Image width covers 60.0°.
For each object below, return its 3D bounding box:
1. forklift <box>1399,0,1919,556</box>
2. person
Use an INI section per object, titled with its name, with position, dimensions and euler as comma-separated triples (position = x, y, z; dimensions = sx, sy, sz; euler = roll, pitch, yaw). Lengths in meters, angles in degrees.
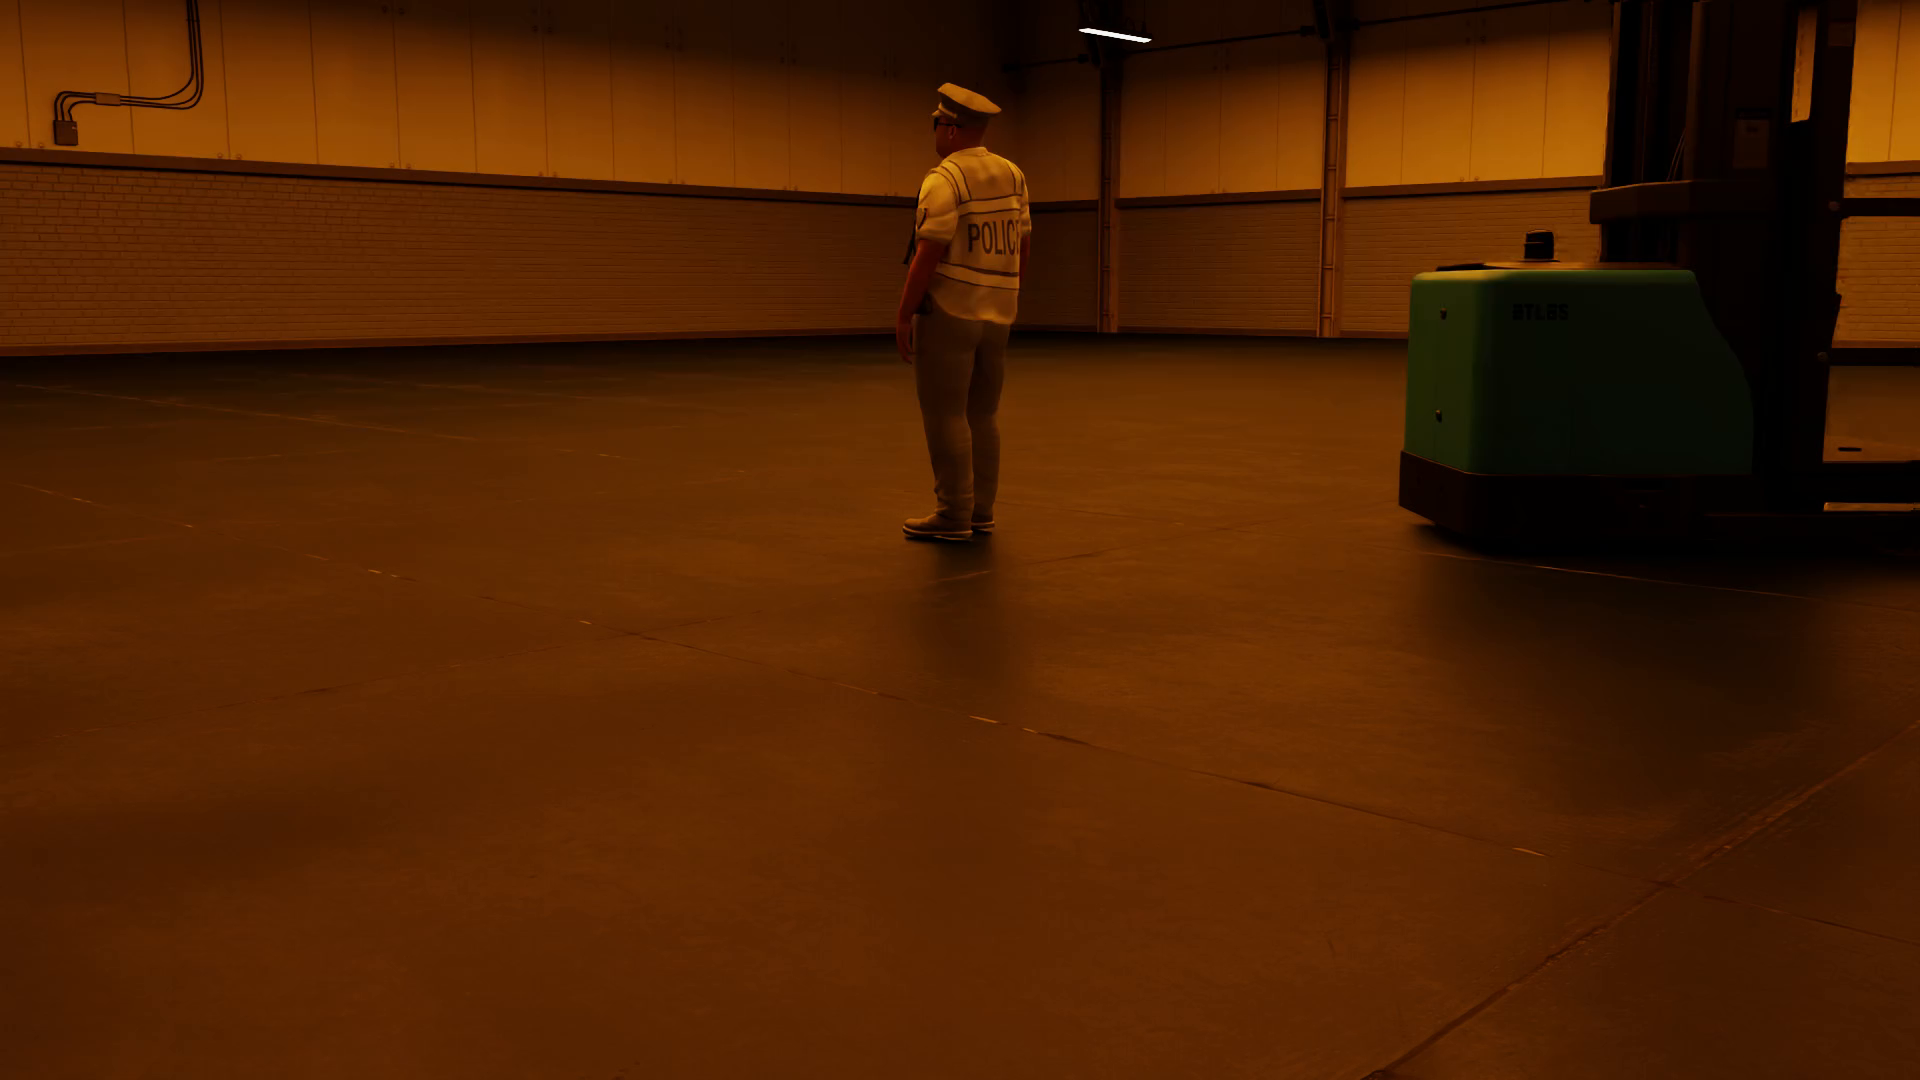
[forklift]
position = 3.428, -1.467, 6.616
dimensions = 3.031, 2.935, 1.130
euler = 0, 9, -1
[person]
position = -0.047, -0.898, 6.645
dimensions = 0.575, 1.781, 0.640
euler = 8, 12, 43
